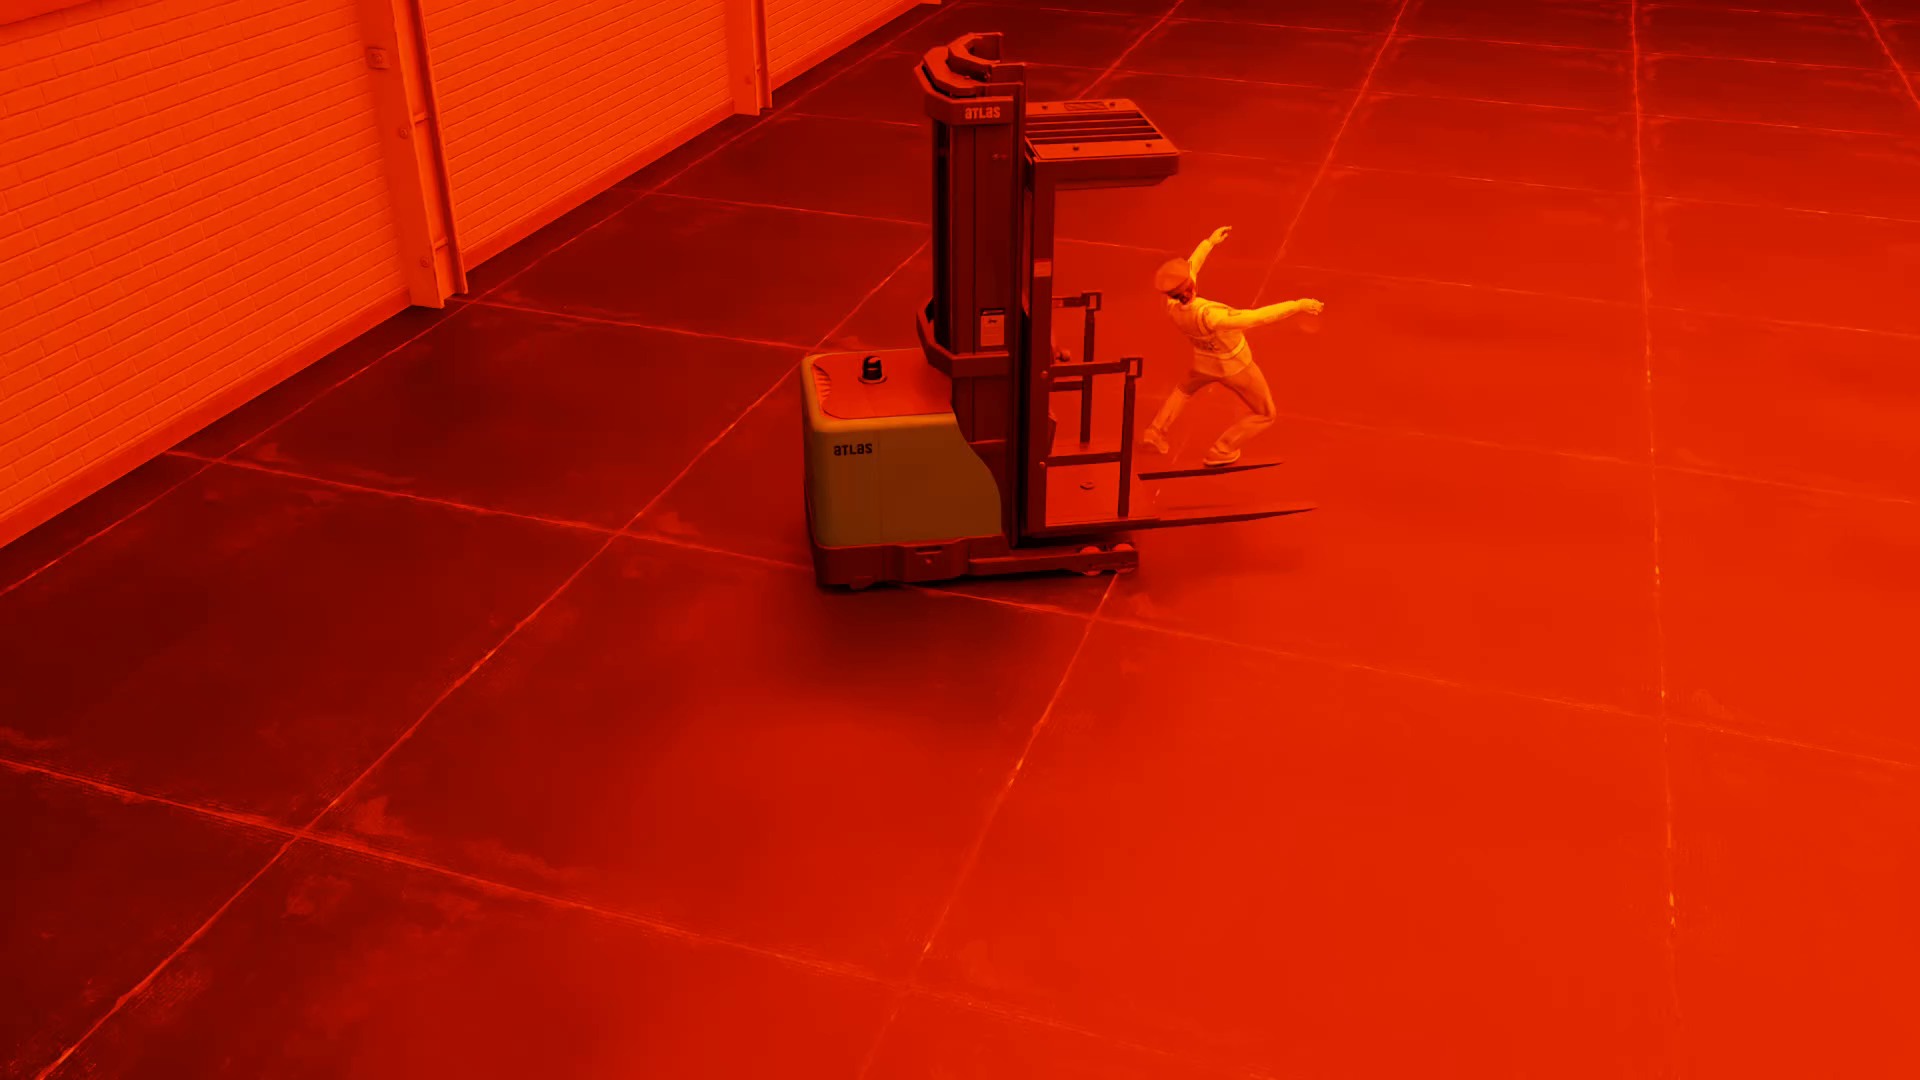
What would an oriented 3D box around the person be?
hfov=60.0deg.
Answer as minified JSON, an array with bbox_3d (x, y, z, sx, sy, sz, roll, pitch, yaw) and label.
[{"bbox_3d":[1.640,-1.076,10.169,0.972,1.459,0.714,23,37,35],"label":"person"}]

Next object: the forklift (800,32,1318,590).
[{"bbox_3d":[0.603,-1.321,9.453,3.031,2.935,1.130,-5,30,-8],"label":"forklift"}]
